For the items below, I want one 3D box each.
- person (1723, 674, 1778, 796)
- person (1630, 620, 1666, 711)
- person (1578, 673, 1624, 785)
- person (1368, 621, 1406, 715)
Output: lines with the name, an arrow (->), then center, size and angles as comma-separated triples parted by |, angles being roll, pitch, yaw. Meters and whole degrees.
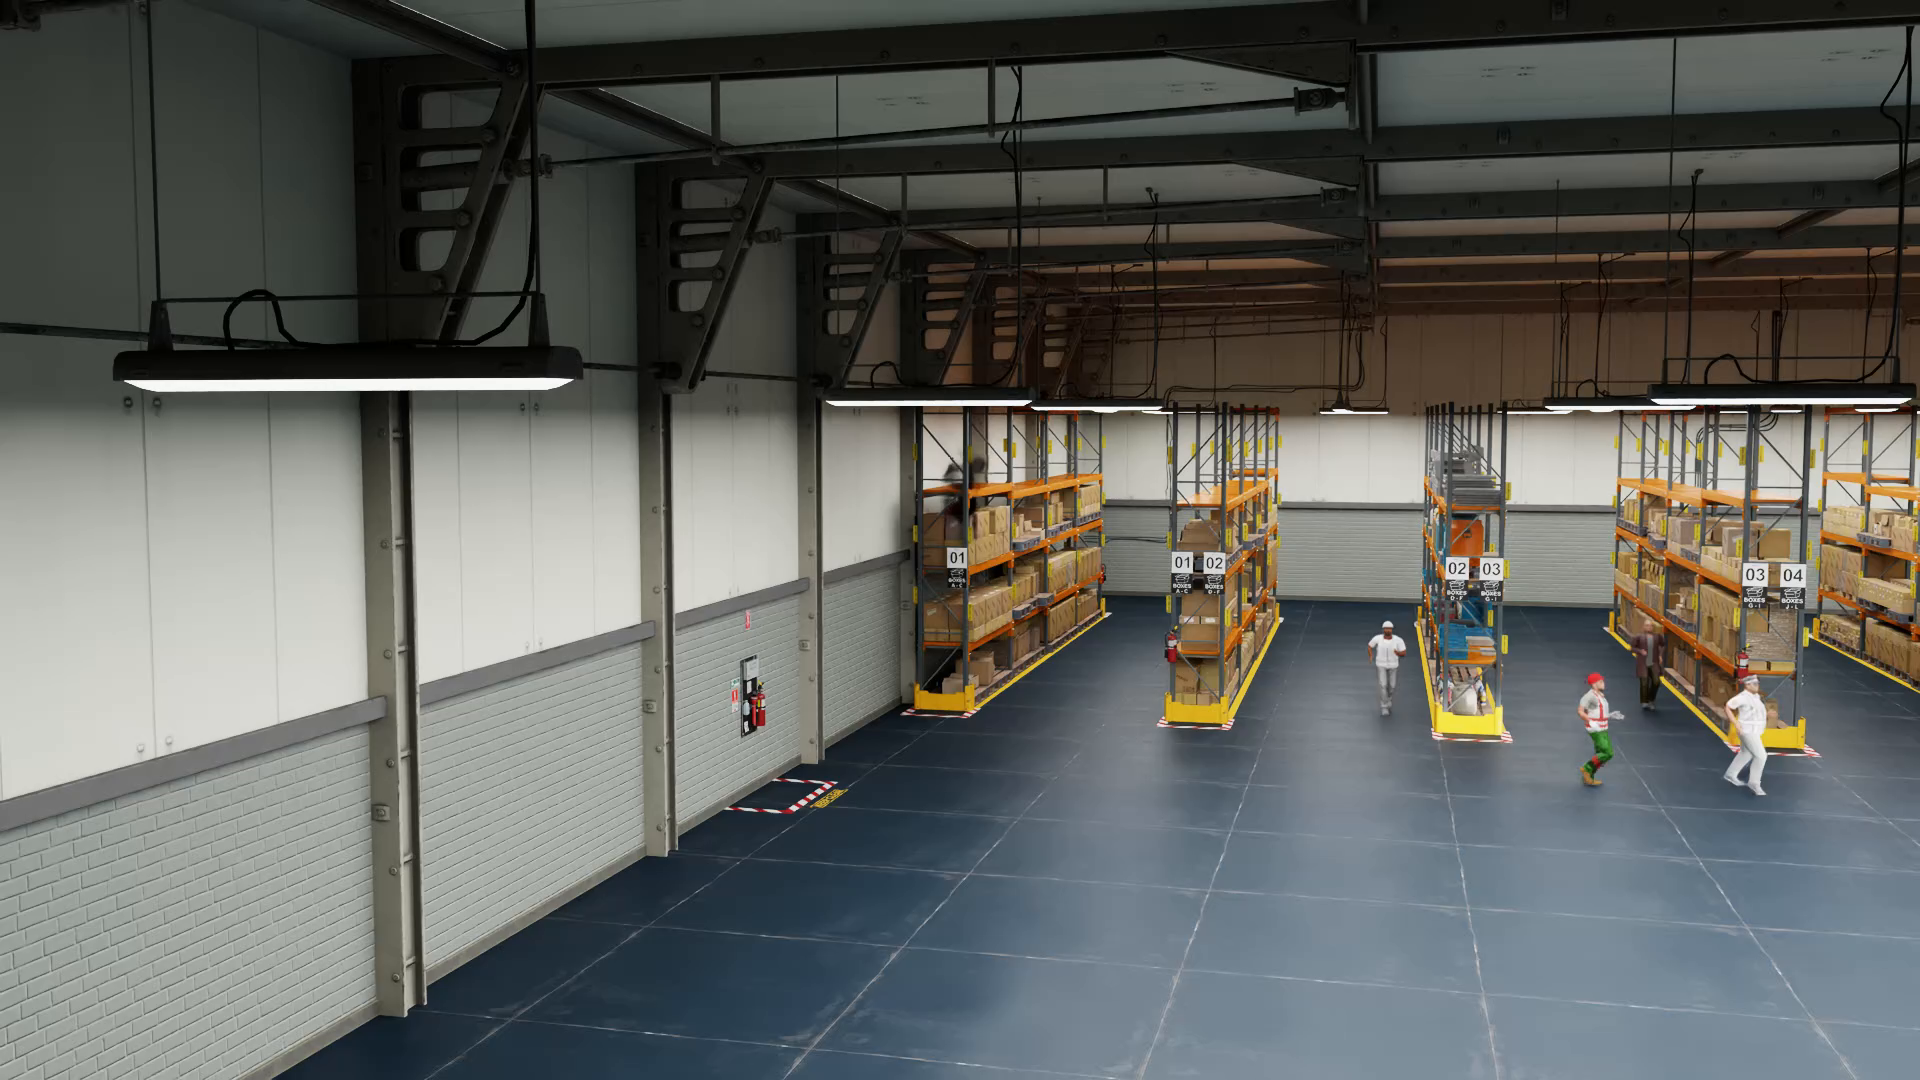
person -> 12.072, 2.968, 25.418 | 0.784, 1.850, 0.638 | 4, 6, 44
person -> 13.438, 2.453, 32.423 | 0.691, 1.777, 0.695 | 1, 4, 13
person -> 9.923, 2.936, 25.731 | 0.581, 1.741, 0.644 | 3, 5, 34
person -> 8.249, 2.441, 32.096 | 0.700, 1.754, 0.963 | 1, 4, 7
